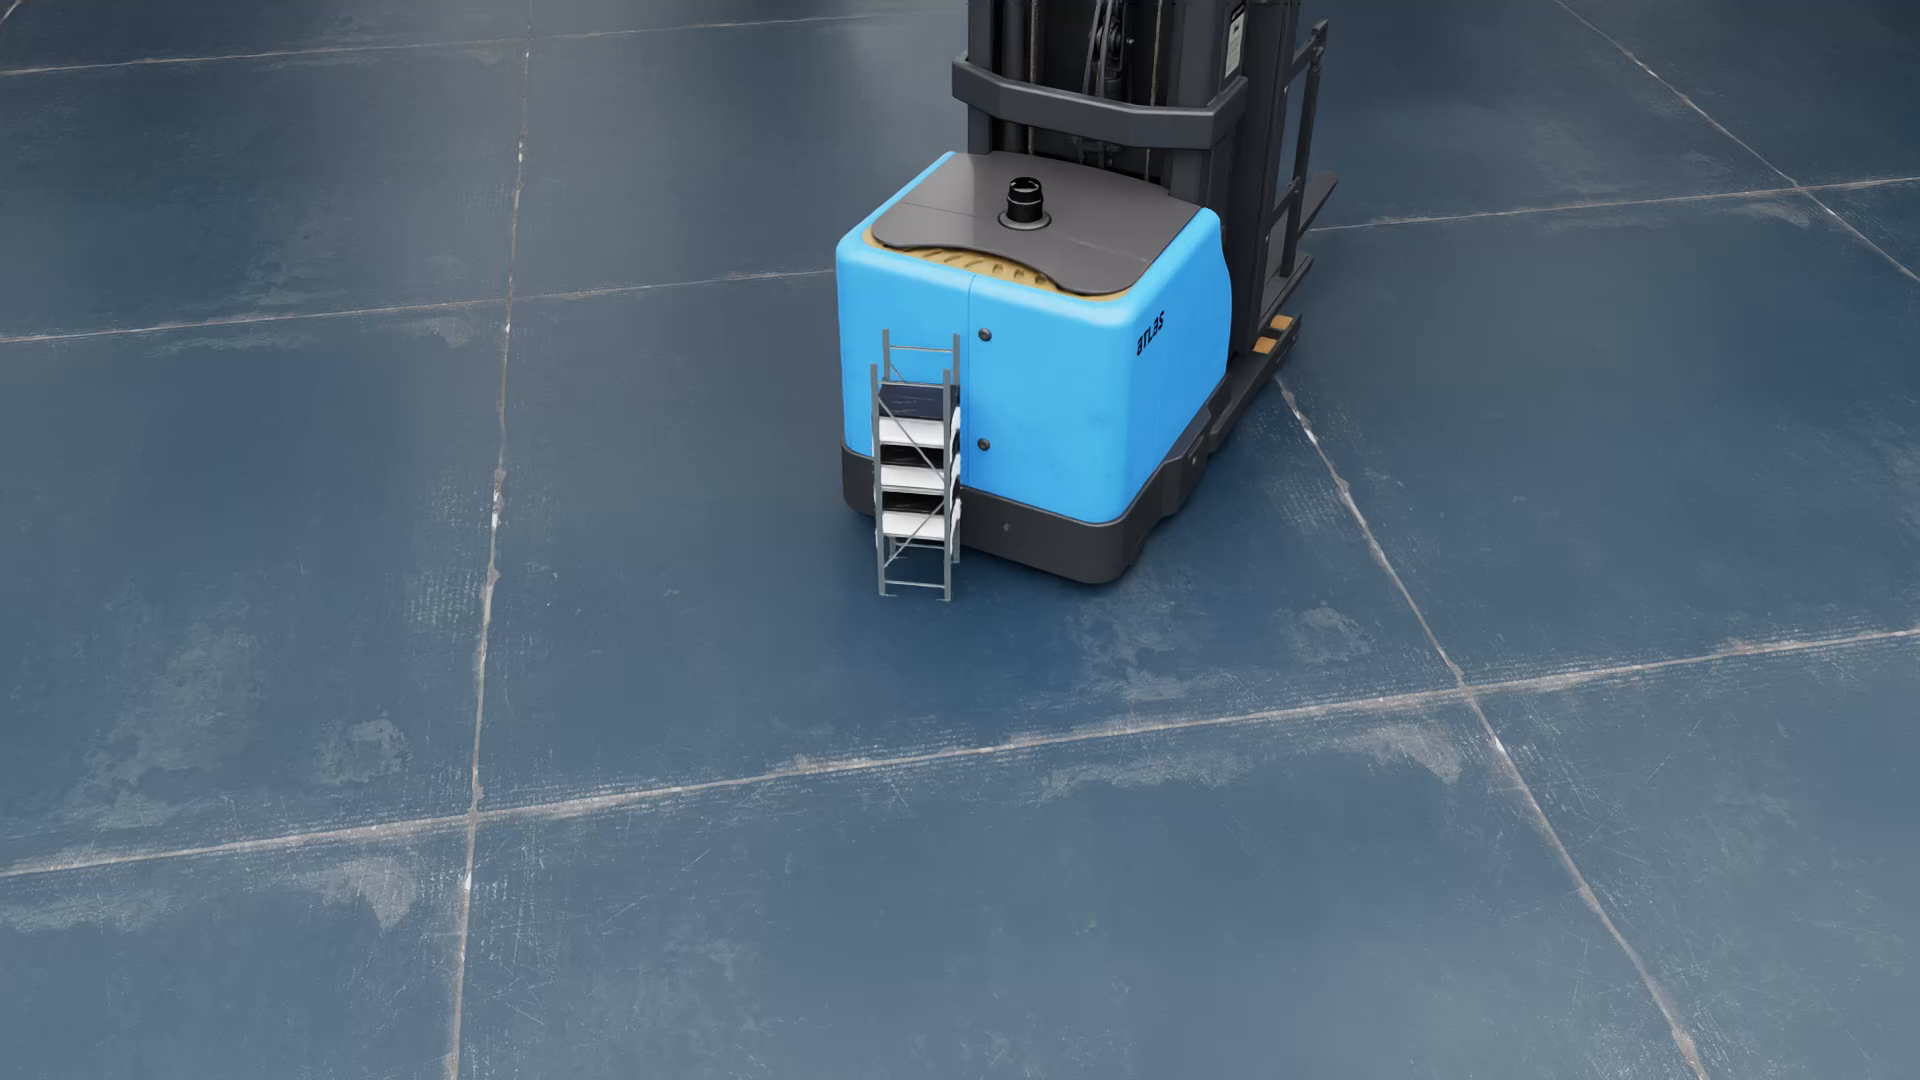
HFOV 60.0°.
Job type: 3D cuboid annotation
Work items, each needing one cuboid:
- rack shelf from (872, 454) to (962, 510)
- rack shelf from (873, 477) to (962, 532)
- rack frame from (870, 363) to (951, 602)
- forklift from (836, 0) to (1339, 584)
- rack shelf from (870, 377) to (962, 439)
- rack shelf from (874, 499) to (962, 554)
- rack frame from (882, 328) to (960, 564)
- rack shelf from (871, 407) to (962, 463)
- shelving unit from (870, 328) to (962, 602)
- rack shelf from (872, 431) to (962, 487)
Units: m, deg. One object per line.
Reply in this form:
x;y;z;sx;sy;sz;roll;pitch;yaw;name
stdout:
-0.134;-0.197;5.324;0.258;0.077;0.200;5;38;6;rack shelf
-0.134;-0.126;5.380;0.258;0.077;0.200;5;38;6;rack shelf
-0.149;-0.162;5.225;0.240;0.900;0.006;5;38;6;rack frame
0.716;-1.906;5.814;1.130;2.935;3.031;18;41;21;forklift
-0.134;-0.410;5.159;0.258;0.077;0.200;5;38;6;rack shelf
-0.134;-0.055;5.435;0.258;0.077;0.200;5;38;6;rack shelf
-0.120;-0.285;5.383;0.240;0.900;0.006;5;38;6;rack frame
-0.134;-0.339;5.214;0.258;0.077;0.200;5;38;6;rack shelf
-0.134;-0.223;5.304;0.258;0.900;0.210;5;38;6;shelving unit
-0.134;-0.268;5.269;0.258;0.077;0.200;5;38;6;rack shelf
